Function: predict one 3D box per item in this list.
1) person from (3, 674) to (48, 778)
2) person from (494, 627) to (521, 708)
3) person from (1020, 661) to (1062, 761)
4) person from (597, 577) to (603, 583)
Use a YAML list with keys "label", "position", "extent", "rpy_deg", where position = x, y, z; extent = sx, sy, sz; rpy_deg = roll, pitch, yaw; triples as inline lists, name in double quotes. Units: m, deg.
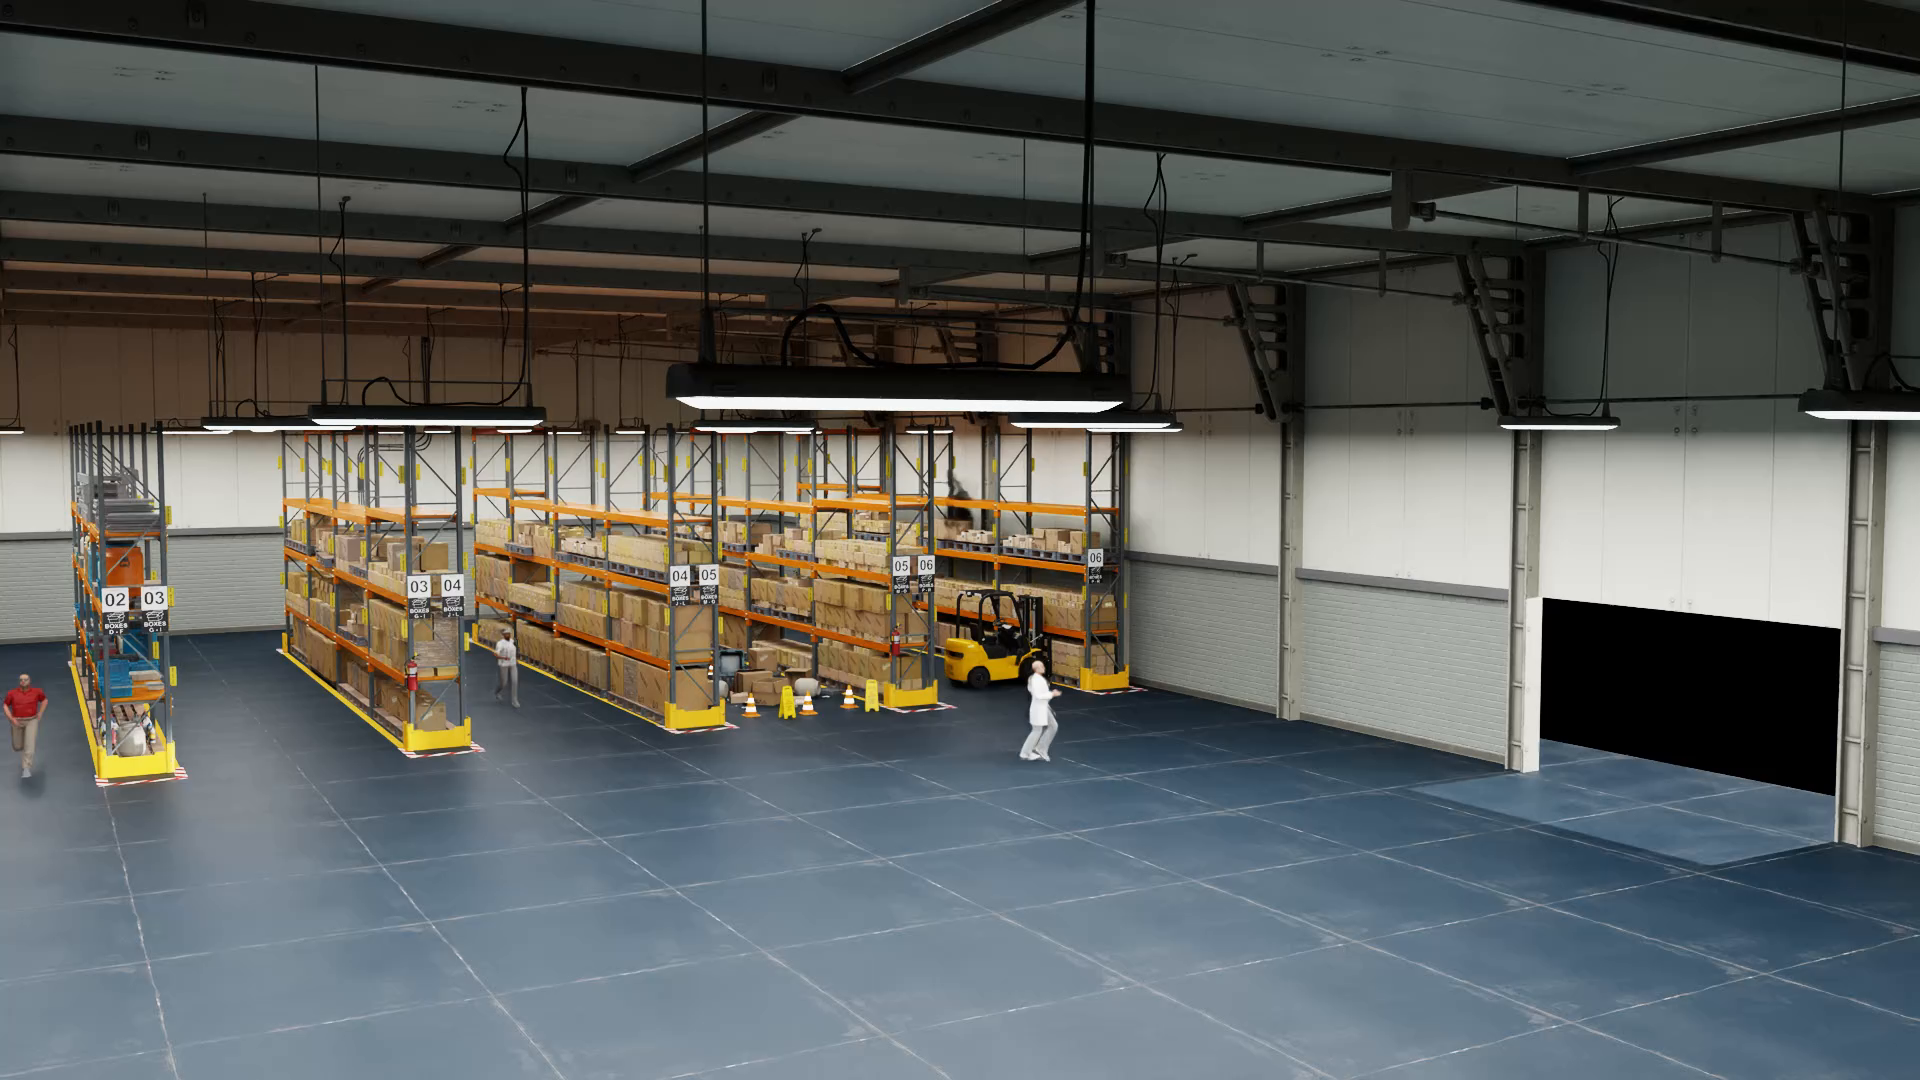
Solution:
- label: "person"
  position: [-15.970, 3.146, 28.407]
  extent: [0.643, 1.723, 1.021]
  rpy_deg: [-1, 4, -19]
- label: "person"
  position: [-9.654, 2.683, 35.382]
  extent: [0.559, 1.699, 0.930]
  rpy_deg: [-3, 5, -42]
- label: "person"
  position: [1.436, 3.032, 29.341]
  extent: [0.763, 1.812, 0.689]
  rpy_deg: [1, 4, 15]
- label: "person"
  position: [-10.787, 1.842, 49.831]
  extent: [0.704, 1.591, 0.565]
  rpy_deg: [-2, 4, -24]
